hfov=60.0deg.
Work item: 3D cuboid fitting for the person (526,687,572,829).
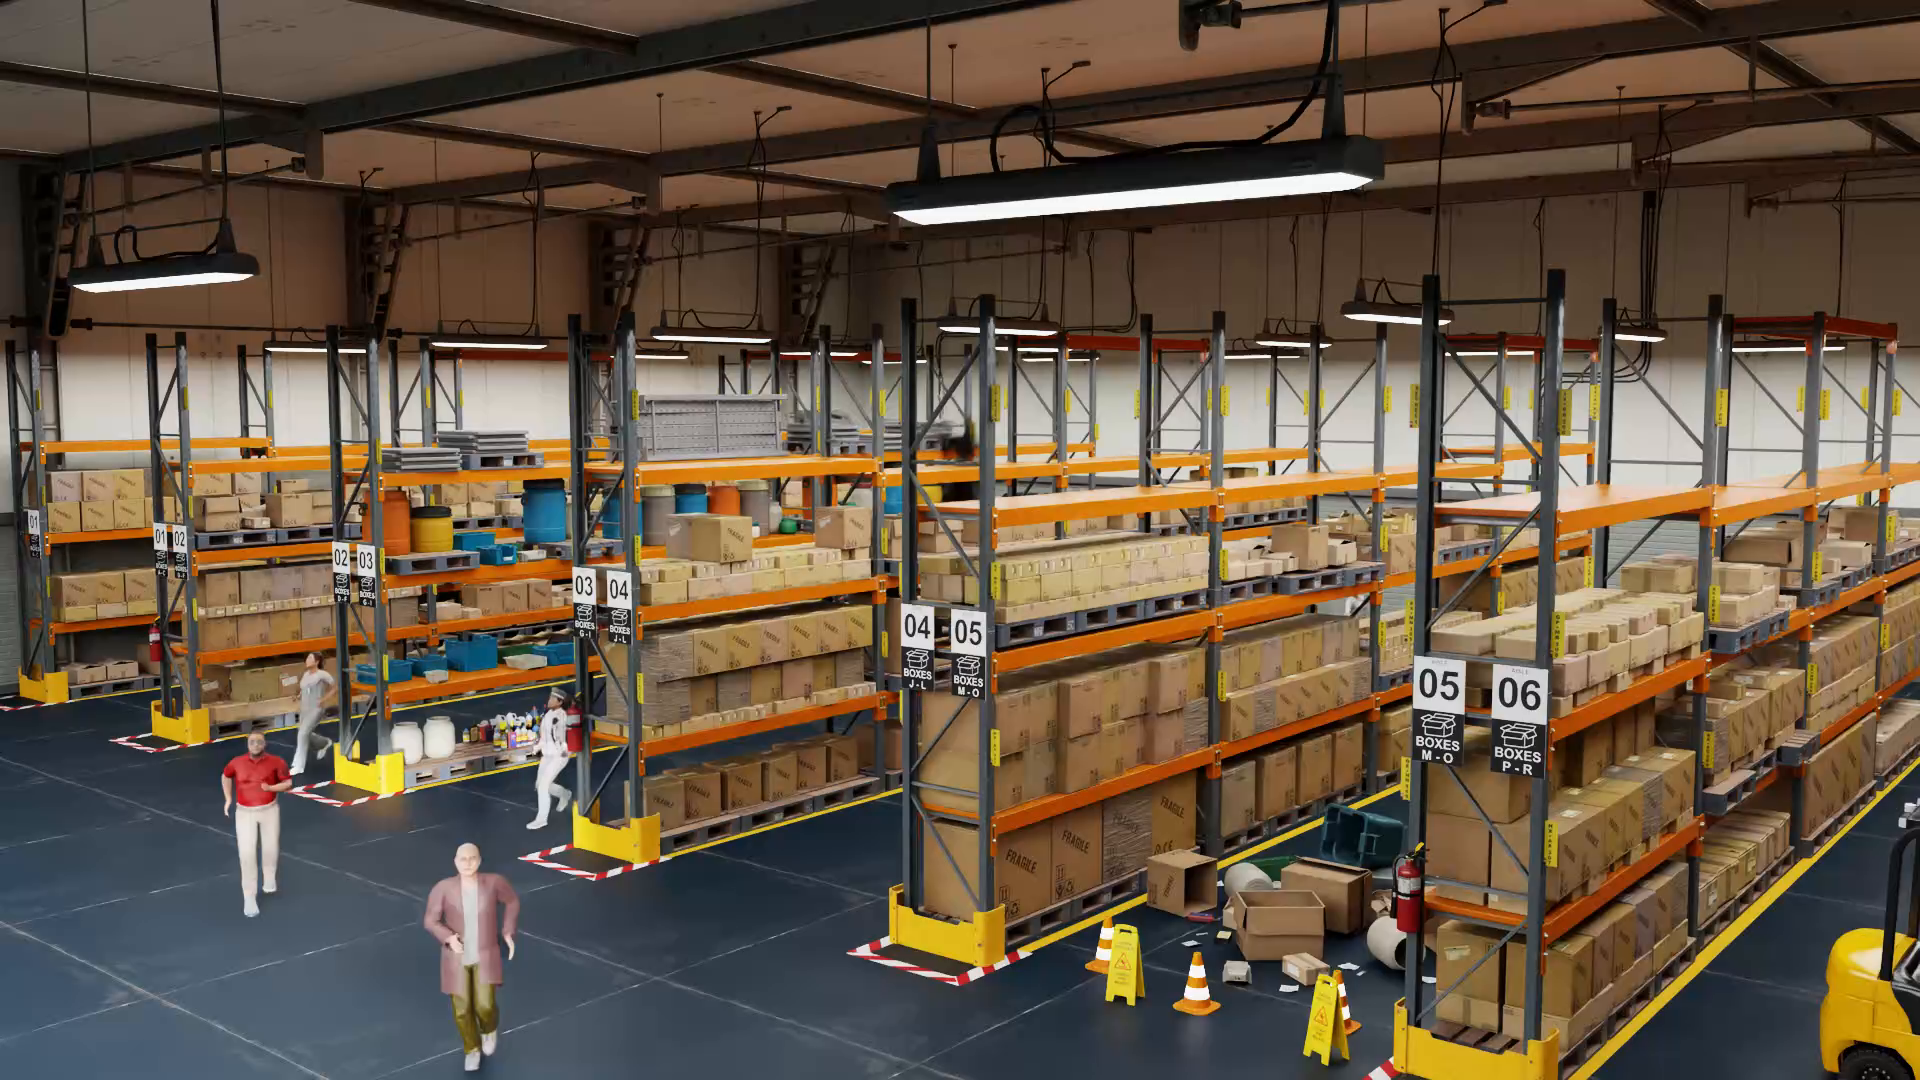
[{"bbox_3d":[-4.851,2.571,19.771,0.625,1.642,0.724,5,7,42],"label":"person"}]

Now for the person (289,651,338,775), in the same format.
[{"bbox_3d":[-8.824,2.329,22.587,0.583,1.609,0.856,3,6,30],"label":"person"}]

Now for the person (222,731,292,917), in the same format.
[{"bbox_3d":[-7.054,2.795,16.721,0.649,1.772,0.885,-2,6,-24],"label":"person"}]

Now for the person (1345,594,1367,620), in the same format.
[{"bbox_3d":[7.359,1.606,30.726,0.548,1.596,0.811,-1,5,-14],"label":"person"}]

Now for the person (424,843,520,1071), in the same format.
[{"bbox_3d":[-3.690,3.168,12.575,0.696,1.739,0.626,-1,5,-13],"label":"person"}]
